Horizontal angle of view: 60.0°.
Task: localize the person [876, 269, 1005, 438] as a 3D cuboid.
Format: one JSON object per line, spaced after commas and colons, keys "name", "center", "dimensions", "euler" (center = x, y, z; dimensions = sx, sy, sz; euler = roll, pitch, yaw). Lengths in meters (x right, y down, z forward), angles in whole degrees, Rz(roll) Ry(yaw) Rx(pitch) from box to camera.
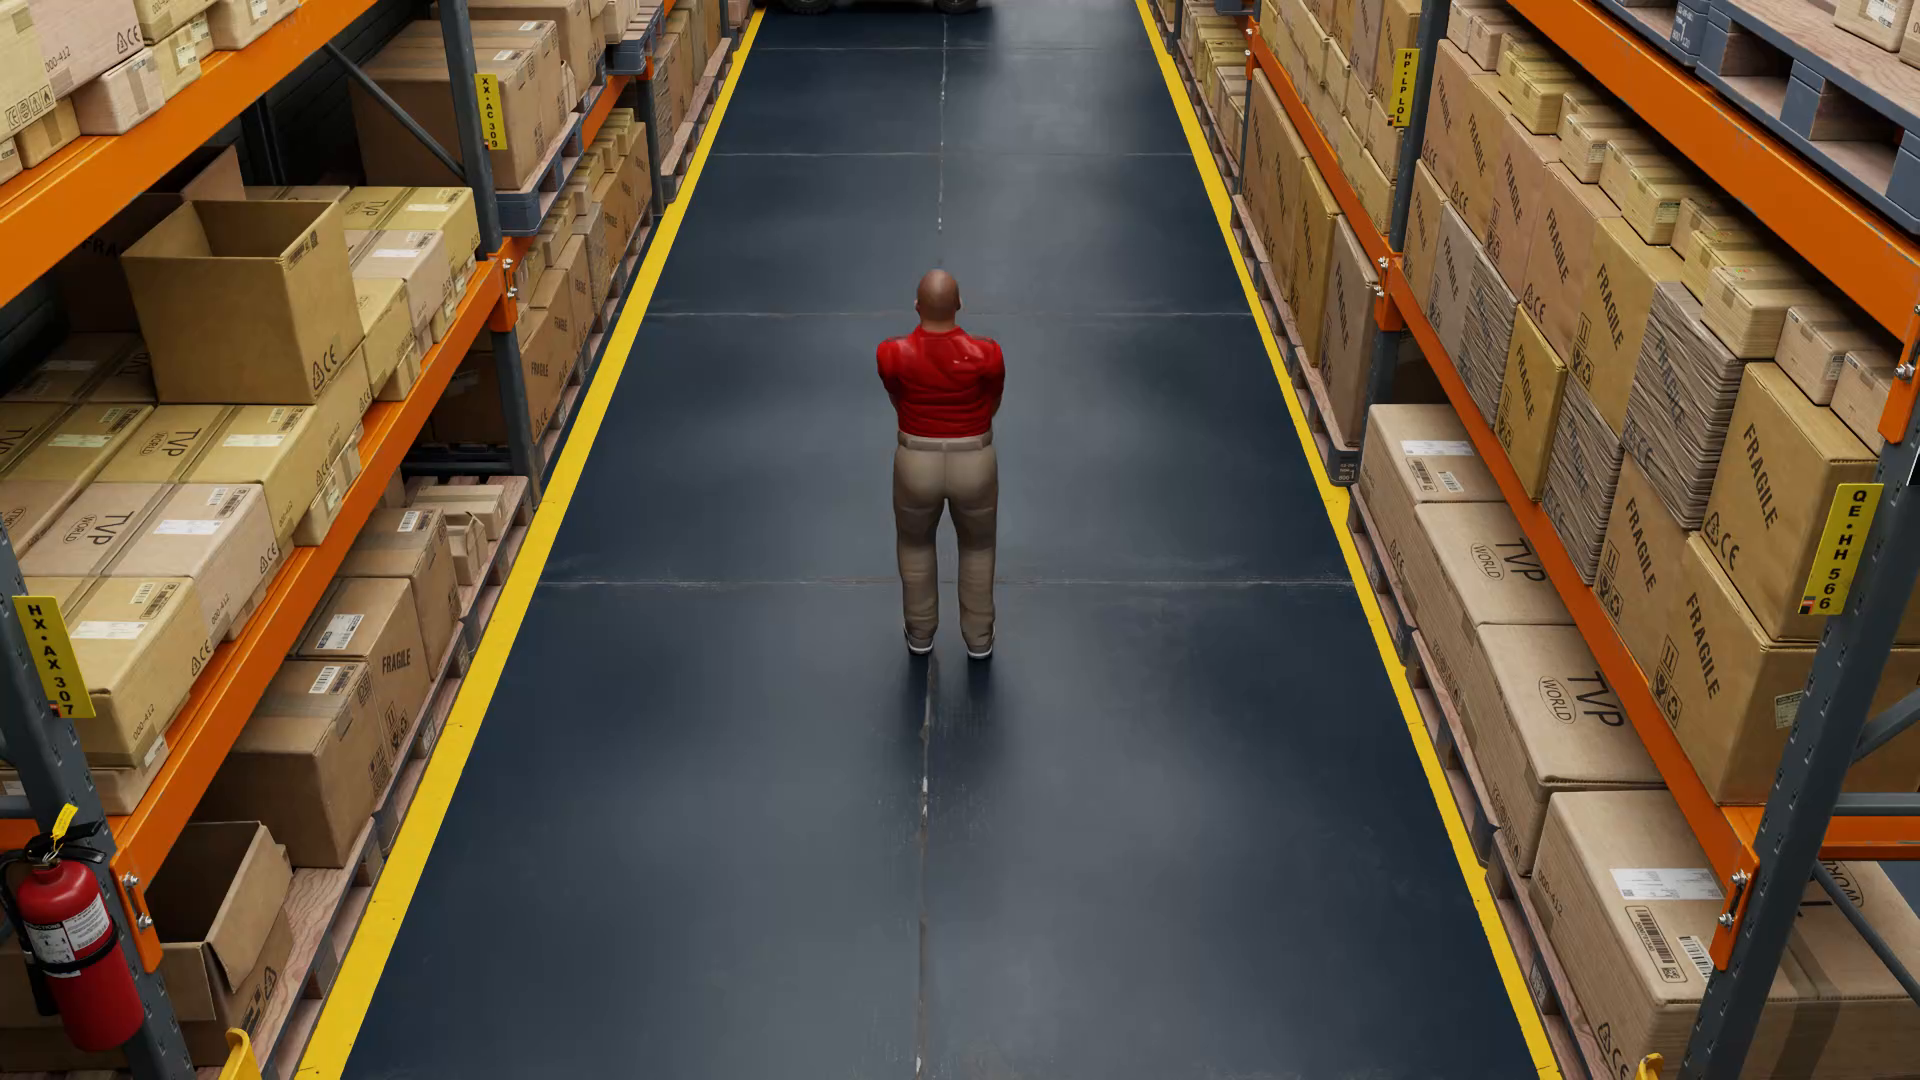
{"name": "person", "center": [-0.072, -0.703, 6.482], "dimensions": [0.494, 0.852, 0.523], "euler": [0, 31, 0]}
